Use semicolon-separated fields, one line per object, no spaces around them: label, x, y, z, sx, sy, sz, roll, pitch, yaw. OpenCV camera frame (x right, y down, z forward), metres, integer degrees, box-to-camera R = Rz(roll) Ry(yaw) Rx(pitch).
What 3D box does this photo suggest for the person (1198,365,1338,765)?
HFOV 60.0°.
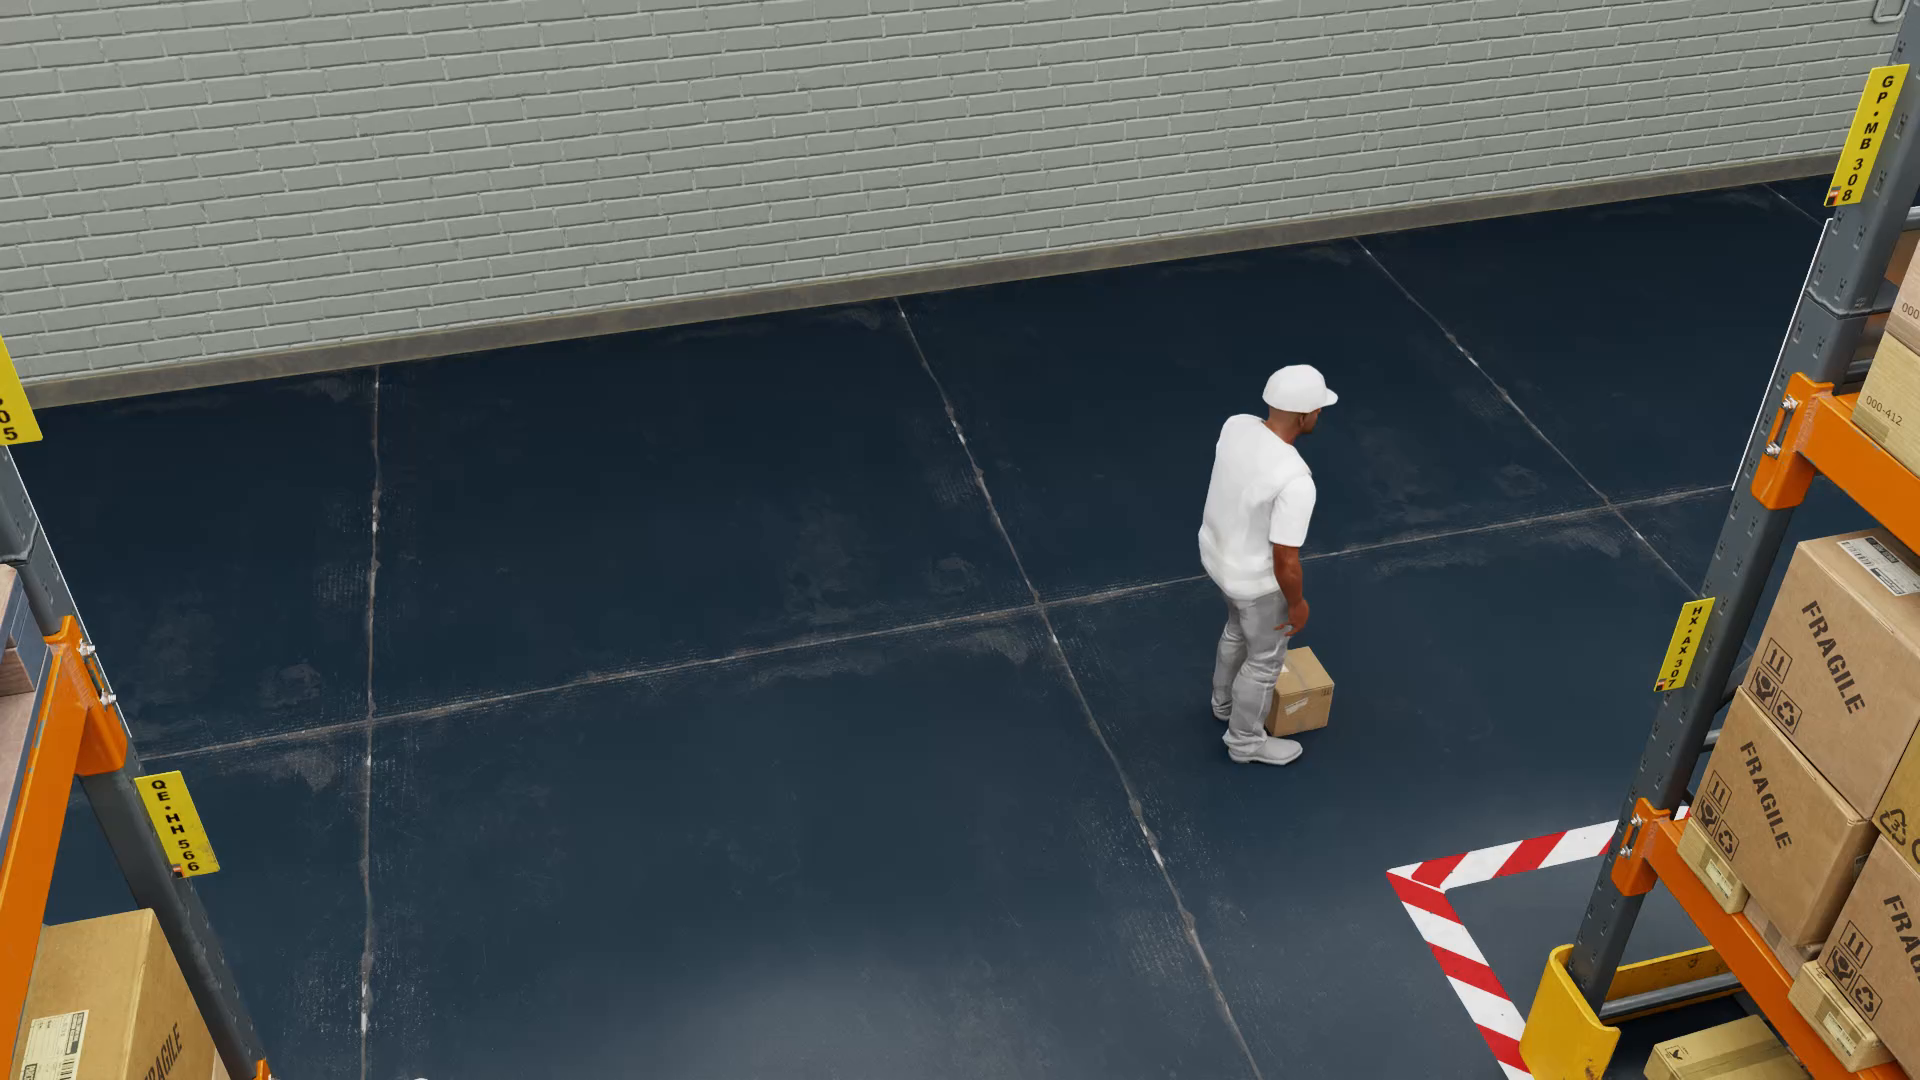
person;1.189;0.091;6.585;0.462;1.759;0.633;-12;39;-15
